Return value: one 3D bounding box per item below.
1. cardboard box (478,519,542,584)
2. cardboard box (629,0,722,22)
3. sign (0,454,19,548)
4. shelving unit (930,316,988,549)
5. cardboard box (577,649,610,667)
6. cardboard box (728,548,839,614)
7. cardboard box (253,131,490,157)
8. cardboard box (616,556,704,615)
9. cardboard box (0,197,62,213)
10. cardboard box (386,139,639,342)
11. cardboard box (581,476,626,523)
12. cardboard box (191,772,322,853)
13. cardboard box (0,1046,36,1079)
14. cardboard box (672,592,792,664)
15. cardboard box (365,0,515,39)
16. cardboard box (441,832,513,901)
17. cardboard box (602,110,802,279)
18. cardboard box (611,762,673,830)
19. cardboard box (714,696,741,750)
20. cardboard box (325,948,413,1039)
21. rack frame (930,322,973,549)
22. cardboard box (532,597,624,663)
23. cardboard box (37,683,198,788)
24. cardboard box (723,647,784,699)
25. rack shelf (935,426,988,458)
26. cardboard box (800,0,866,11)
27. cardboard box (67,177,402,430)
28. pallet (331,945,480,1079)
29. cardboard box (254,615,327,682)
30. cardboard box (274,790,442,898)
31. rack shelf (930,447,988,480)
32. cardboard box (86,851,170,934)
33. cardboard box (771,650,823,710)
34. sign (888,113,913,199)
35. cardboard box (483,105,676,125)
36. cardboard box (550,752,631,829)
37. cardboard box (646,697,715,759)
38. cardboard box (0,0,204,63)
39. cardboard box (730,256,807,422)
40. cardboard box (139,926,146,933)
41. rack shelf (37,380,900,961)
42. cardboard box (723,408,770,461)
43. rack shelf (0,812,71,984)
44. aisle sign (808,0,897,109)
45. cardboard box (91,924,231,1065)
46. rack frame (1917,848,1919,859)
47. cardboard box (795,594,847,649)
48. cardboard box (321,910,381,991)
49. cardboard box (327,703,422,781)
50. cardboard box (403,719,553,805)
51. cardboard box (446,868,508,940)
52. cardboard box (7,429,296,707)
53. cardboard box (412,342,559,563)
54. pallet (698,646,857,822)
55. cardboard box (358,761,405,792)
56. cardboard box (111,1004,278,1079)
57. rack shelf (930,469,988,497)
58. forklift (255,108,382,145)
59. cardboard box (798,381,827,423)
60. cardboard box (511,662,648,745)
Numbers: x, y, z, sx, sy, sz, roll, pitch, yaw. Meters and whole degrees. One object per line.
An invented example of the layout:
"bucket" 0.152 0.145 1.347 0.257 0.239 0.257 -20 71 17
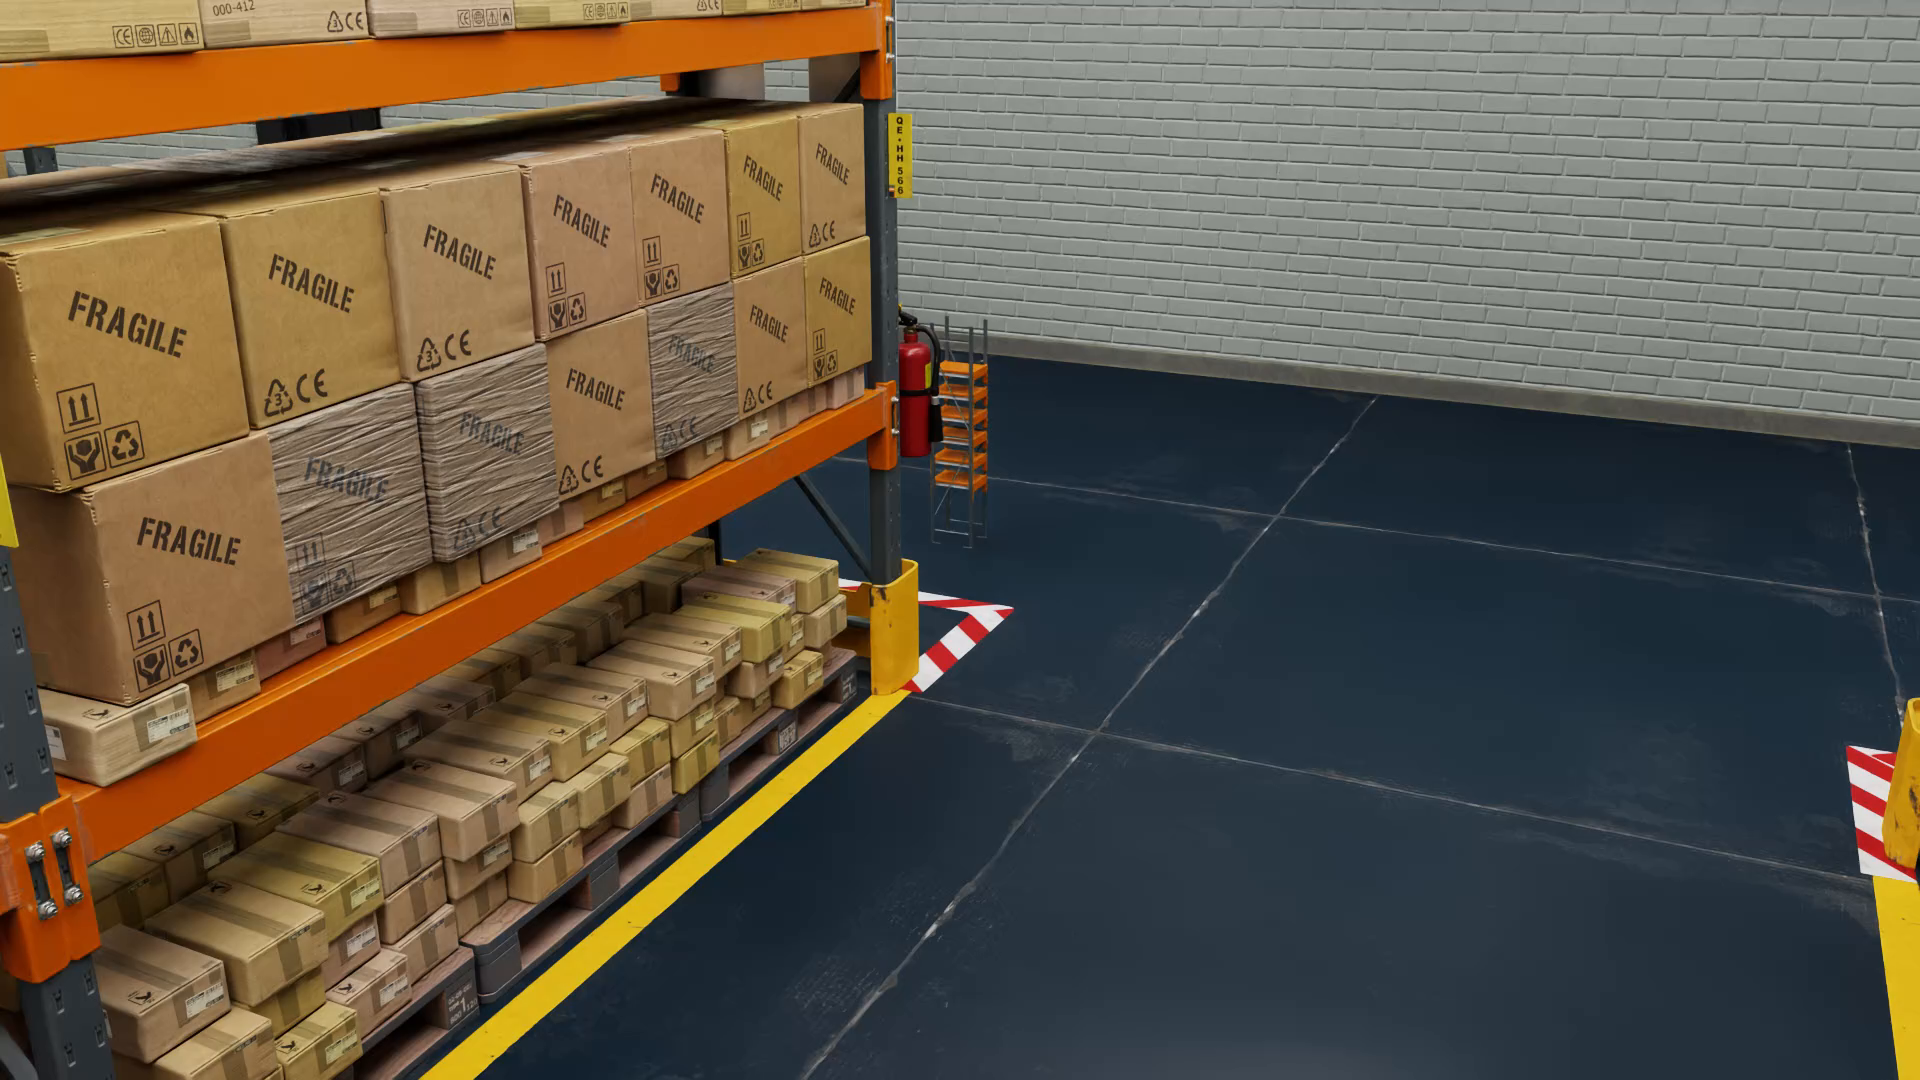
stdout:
"cardboard box" -1.461 -0.007 4.888 0.380 0.149 0.250 10 22 25
"cardboard box" -1.095 -1.758 5.183 0.500 0.250 0.500 10 22 25
"sign" -1.863 -0.145 3.172 0.100 0.325 0.005 9 21 23
"shelving unit" -0.006 -0.561 8.755 0.258 1.200 0.189 9 21 23
"cardboard box" -1.568 0.459 6.385 0.380 0.149 0.250 9 22 24
"cardboard box" -0.718 0.164 6.771 0.380 0.149 0.250 9 21 23
"cardboard box" -1.798 -0.988 5.184 0.500 0.500 0.500 8 21 21
"cardboard box" -1.260 0.182 6.721 0.380 0.149 0.250 9 21 24
"cardboard box" -2.425 -0.514 3.852 0.500 0.500 0.500 8 21 21
"cardboard box" -1.319 -0.905 4.950 0.500 0.500 0.500 8 21 21
"cardboard box" -1.310 -0.176 5.361 0.380 0.149 0.250 9 21 24
"cardboard box" -2.121 0.817 4.936 0.380 0.149 0.250 9 22 24
"cardboard box" -2.521 1.304 4.453 0.380 0.149 0.250 9 21 23
"cardboard box" -0.863 0.330 6.305 0.380 0.149 0.250 8 21 21
"cardboard box" -1.512 -1.434 4.270 0.500 0.250 0.500 10 22 25
"cardboard box" -1.594 0.932 5.057 0.380 0.149 0.250 10 22 25
"cardboard box" -0.900 -1.227 5.857 0.500 0.500 0.500 8 21 21
"cardboard box" -1.224 0.843 5.748 0.380 0.149 0.250 9 21 24
"cardboard box" -1.047 0.676 6.219 0.380 0.149 0.250 9 21 23
"cardboard box" -1.765 1.239 4.636 0.380 0.149 0.250 8 21 22
"rack frame" -0.043 -0.533 8.677 0.240 1.200 0.006 9 21 23
"cardboard box" -1.506 0.329 6.309 0.380 0.149 0.250 7 21 20
"cardboard box" -1.956 0.402 3.737 0.380 0.149 0.250 9 22 25
"cardboard box" -0.899 0.467 6.362 0.380 0.149 0.250 8 21 20
"rack shelf" -0.006 -0.519 8.770 0.258 0.103 0.180 9 21 23
"cardboard box" -0.677 -2.065 6.045 0.500 0.250 0.500 8 21 22
"cardboard box" -1.765 -0.598 4.089 0.500 0.500 0.500 8 21 21
"pallet" -2.128 1.429 4.636 1.003 0.211 1.213 9 21 23
"cardboard box" -1.856 0.224 4.237 0.380 0.149 0.250 8 21 20
"cardboard box" -1.729 0.870 4.785 0.380 0.149 0.250 8 21 21
"rack shelf" -0.006 -0.406 8.810 0.258 0.103 0.180 9 21 23
"cardboard box" -2.394 0.962 4.526 0.380 0.149 0.250 9 21 23
"cardboard box" -0.771 0.530 6.630 0.380 0.149 0.250 9 22 24
"sign" -0.234 -1.510 6.538 0.100 0.325 0.005 9 21 23
"cardboard box" -1.359 -1.300 6.062 0.500 0.500 0.500 9 22 24
"cardboard box" -1.309 0.791 5.451 0.380 0.149 0.250 9 21 23
"cardboard box" -1.100 0.627 5.912 0.380 0.149 0.250 9 21 24
"cardboard box" -1.940 -1.123 3.396 0.500 0.250 0.500 10 22 25
"cardboard box" -0.897 -0.755 6.023 0.500 0.500 0.500 8 21 22
"cardboard box" -2.432 1.106 4.566 0.380 0.149 0.250 7 21 20
"rack shelf" -1.551 0.053 5.417 1.077 0.370 4.000 9 21 23
"cardboard box" -0.916 -0.410 6.020 0.380 0.149 0.250 9 22 24
"rack shelf" -3.189 1.276 1.979 1.077 0.370 4.000 9 21 23
"aisle sign" -0.429 -2.103 6.527 0.394 0.787 0.004 9 21 23
"cardboard box" -2.040 1.113 4.101 0.380 0.149 0.250 10 22 25
"rack frame" 3.825 -0.249 5.193 1.000 3.000 0.127 9 21 23
"cardboard box" -0.688 0.308 6.810 0.380 0.149 0.250 8 21 21
"cardboard box" -1.841 1.094 4.599 0.380 0.149 0.250 8 21 22
"cardboard box" -1.995 0.637 5.441 0.380 0.149 0.250 8 21 21
"cardboard box" -1.514 0.709 5.238 0.380 0.149 0.250 8 21 20
"cardboard box" -1.628 1.067 5.119 0.380 0.149 0.250 8 21 20
"cardboard box" -1.938 0.021 3.839 0.500 0.500 0.500 8 21 22
"cardboard box" -1.502 -0.280 4.687 0.500 0.500 0.500 8 21 22
"pallet" -1.128 0.683 6.733 1.003 0.211 1.213 9 21 23
"cardboard box" -1.931 0.799 5.430 0.380 0.149 0.250 7 21 20
"cardboard box" -1.930 1.264 4.123 0.380 0.149 0.250 10 22 25
"rack shelf" -0.006 -0.293 8.851 0.258 0.103 0.180 9 21 23
"forklift" -3.521 -1.276 8.182 3.031 2.935 1.130 -6 20 -16
"cardboard box" -0.744 -0.570 6.469 0.380 0.149 0.250 9 21 23
"cardboard box" -1.296 0.555 5.671 0.380 0.149 0.250 8 21 21
